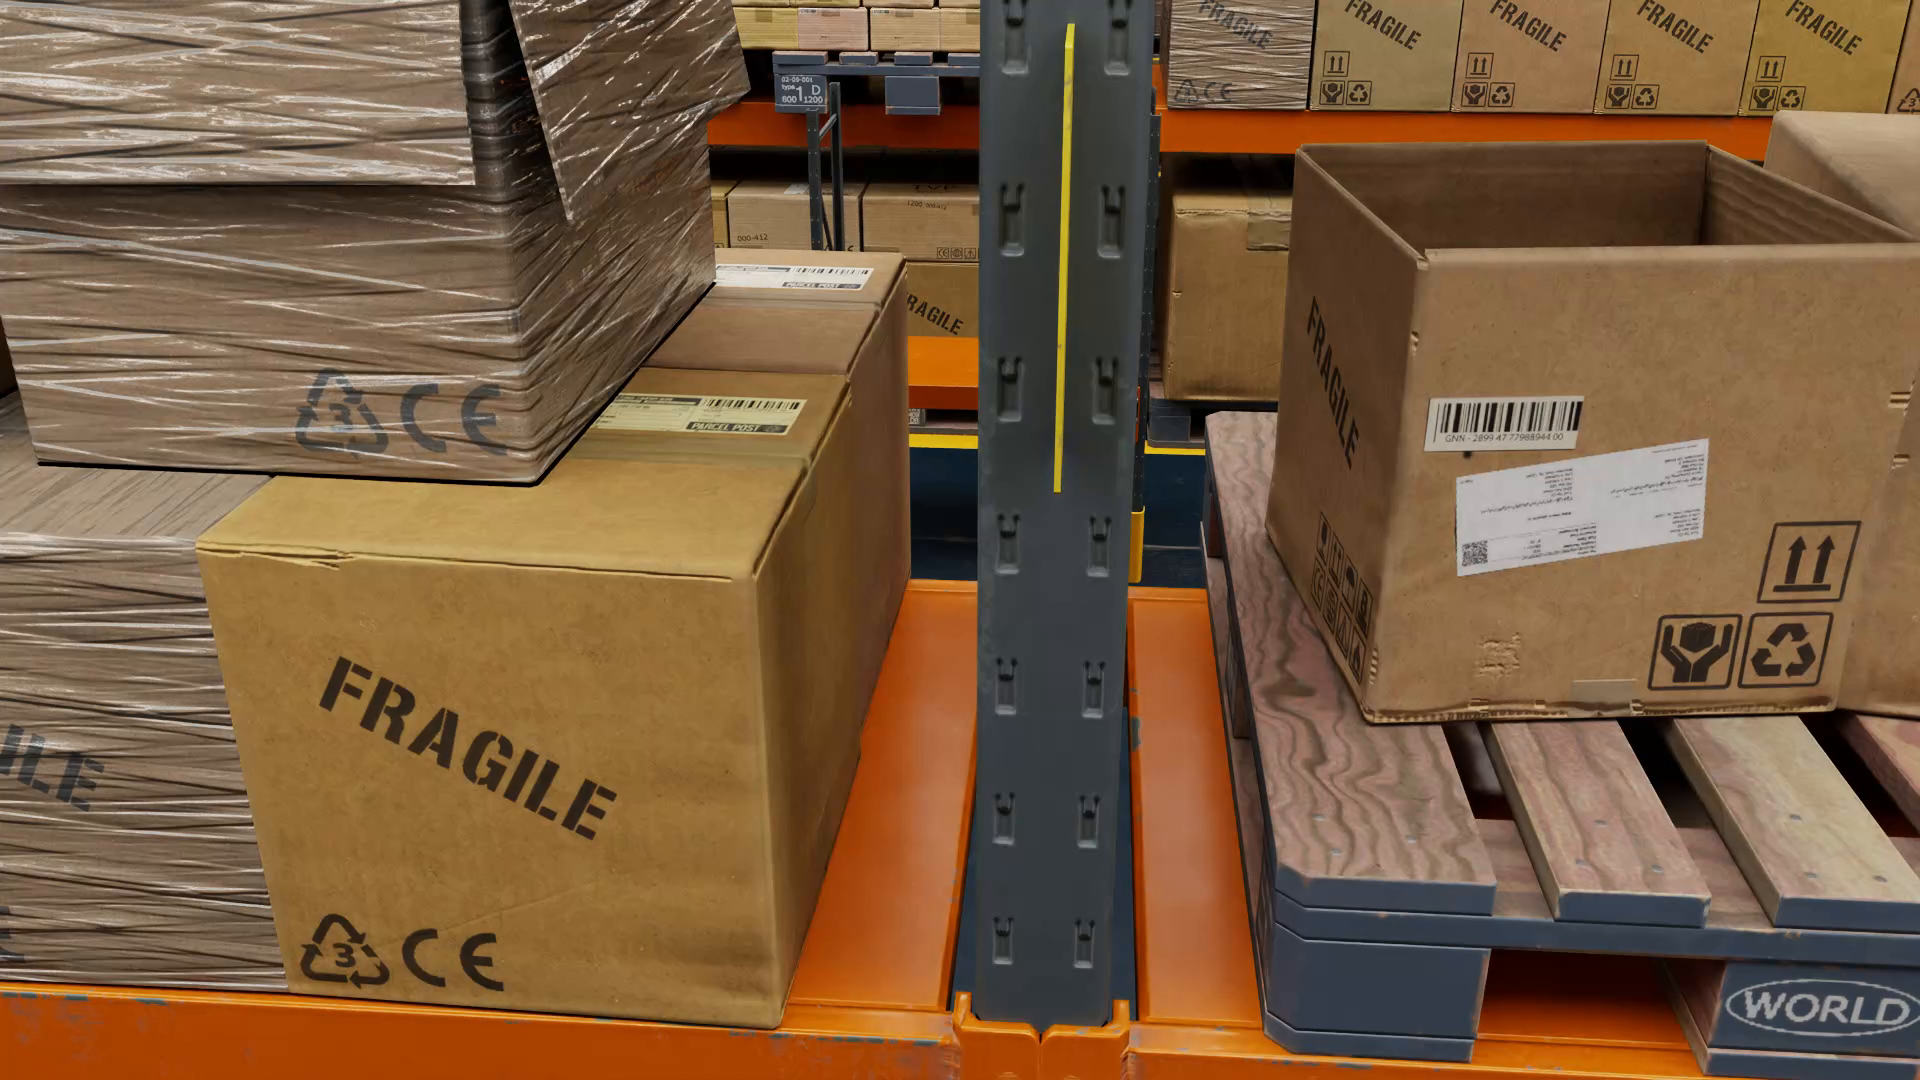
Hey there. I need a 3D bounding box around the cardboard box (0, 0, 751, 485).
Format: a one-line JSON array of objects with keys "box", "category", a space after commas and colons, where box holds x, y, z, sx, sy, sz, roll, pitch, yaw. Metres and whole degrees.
[{"box": [-0.613, -0.438, 1.795, 0.637, 0.503, 0.797, 3, 25, 6], "category": "cardboard box"}]

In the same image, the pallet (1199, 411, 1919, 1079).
[{"box": [0.834, 0.158, 2.047, 1.003, 0.211, 1.213, 2, 25, 4], "category": "pallet"}]

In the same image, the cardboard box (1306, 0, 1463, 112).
[{"box": [1.530, -1.875, 6.116, 0.500, 0.500, 0.500, 2, 25, 3], "category": "cardboard box"}]

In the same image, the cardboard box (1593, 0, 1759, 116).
[{"box": [2.529, -1.841, 6.044, 0.500, 0.500, 0.500, 2, 25, 3], "category": "cardboard box"}]

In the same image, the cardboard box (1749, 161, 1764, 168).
[{"box": [2.997, -1.027, 6.582, 0.750, 0.750, 1.050, 2, 25, 4], "category": "cardboard box"}]

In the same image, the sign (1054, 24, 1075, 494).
[{"box": [0.076, -0.202, 1.215, 0.005, 0.325, 0.100, 2, 25, 4], "category": "sign"}]

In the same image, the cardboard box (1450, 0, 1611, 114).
[{"box": [2.033, -1.858, 6.081, 0.500, 0.500, 0.500, 2, 25, 4], "category": "cardboard box"}]

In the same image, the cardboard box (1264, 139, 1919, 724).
[{"box": [0.657, -0.143, 1.850, 0.500, 0.500, 0.500, -1, 25, -2], "category": "cardboard box"}]

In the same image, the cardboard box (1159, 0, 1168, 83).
[{"box": [1.065, -2.114, 6.636, 0.500, 0.500, 0.500, 2, 25, 4], "category": "cardboard box"}]

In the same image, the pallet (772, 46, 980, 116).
[{"box": [-0.123, -1.862, 6.439, 1.003, 0.211, 1.213, 2, 25, 4], "category": "pallet"}]

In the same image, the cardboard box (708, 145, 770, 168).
[{"box": [-1.071, -1.527, 7.072, 0.500, 0.250, 0.500, 2, 25, 4], "category": "cardboard box"}]

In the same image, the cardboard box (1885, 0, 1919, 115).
[{"box": [3.539, -1.810, 5.976, 0.500, 0.500, 0.500, 2, 25, 3], "category": "cardboard box"}]

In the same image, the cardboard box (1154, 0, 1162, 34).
[{"box": [1.871, -5.193, 15.785, 0.625, 0.625, 0.875, 3, 25, 6], "category": "cardboard box"}]

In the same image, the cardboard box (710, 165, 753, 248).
[{"box": [-1.116, -1.314, 6.608, 0.500, 0.250, 0.500, 2, 25, 5], "category": "cardboard box"}]

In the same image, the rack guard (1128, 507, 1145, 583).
[{"box": [0.573, -0.095, 5.658, 0.087, 0.250, 0.587, 2, 25, 4], "category": "rack guard"}]

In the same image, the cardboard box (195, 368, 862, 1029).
[{"box": [-0.396, 0.135, 1.749, 0.500, 0.500, 0.500, 3, 25, 6], "category": "cardboard box"}]

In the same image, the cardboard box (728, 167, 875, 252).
[{"box": [-0.611, -1.291, 6.559, 0.500, 0.250, 0.500, 2, 25, 5], "category": "cardboard box"}]

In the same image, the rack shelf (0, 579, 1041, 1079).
[{"box": [-1.879, 0.356, 2.249, 4.000, 0.370, 1.077, 2, 25, 4], "category": "rack shelf"}]

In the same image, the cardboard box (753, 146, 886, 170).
[{"box": [-0.579, -1.506, 7.026, 0.500, 0.250, 0.500, 2, 25, 3], "category": "cardboard box"}]

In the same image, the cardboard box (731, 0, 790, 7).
[{"box": [-0.710, -2.032, 6.021, 0.250, 0.149, 0.380, 2, 25, 4], "category": "cardboard box"}]

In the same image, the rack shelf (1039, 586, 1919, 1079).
[{"box": [2.109, 0.484, 1.971, 4.000, 0.370, 1.077, 2, 25, 4], "category": "rack shelf"}]

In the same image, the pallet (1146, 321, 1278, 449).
[{"box": [1.376, -0.648, 6.905, 1.213, 0.211, 1.003, 2, 25, 4], "category": "pallet"}]

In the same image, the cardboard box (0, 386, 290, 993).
[{"box": [-0.892, 0.116, 1.789, 0.500, 0.500, 0.500, 2, 25, 4], "category": "cardboard box"}]

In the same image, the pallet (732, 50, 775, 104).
[{"box": [-1.381, -1.930, 6.586, 1.213, 0.211, 1.003, 2, 25, 4], "category": "pallet"}]

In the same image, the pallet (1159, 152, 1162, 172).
[{"box": [1.653, -2.745, 11.463, 1.213, 0.211, 1.003, 2, 25, 4], "category": "pallet"}]

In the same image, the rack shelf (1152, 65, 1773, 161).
[{"box": [2.590, -1.580, 6.457, 4.000, 0.370, 1.077, 2, 25, 4], "category": "rack shelf"}]

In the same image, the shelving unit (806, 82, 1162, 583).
[{"box": [0.076, -0.679, 5.431, 1.083, 1.500, 0.587, 2, 25, 4], "category": "shelving unit"}]

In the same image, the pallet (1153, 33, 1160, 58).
[{"box": [2.068, -4.797, 15.923, 1.213, 0.211, 1.003, 2, 25, 4], "category": "pallet"}]

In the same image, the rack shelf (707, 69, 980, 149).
[{"box": [-1.398, -1.708, 6.735, 4.000, 0.370, 1.077, 2, 25, 4], "category": "rack shelf"}]

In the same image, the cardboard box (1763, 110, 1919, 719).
[{"box": [1.221, -0.167, 1.902, 0.500, 0.500, 0.700, 5, 25, 12], "category": "cardboard box"}]

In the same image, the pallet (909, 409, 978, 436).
[{"box": [-0.183, -0.730, 7.084, 1.213, 0.211, 1.003, 2, 25, 4], "category": "pallet"}]

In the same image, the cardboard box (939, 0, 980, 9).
[{"box": [0.068, -2.009, 5.970, 0.250, 0.149, 0.380, 2, 25, 5], "category": "cardboard box"}]

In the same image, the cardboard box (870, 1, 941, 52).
[{"box": [-0.179, -1.881, 6.047, 0.250, 0.149, 0.380, 2, 25, 4], "category": "cardboard box"}]

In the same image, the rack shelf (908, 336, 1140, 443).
[{"box": [0.085, -0.515, 5.506, 1.000, 0.185, 0.538, 2, 25, 4], "category": "rack shelf"}]

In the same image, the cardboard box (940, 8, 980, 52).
[{"box": [0.069, -1.872, 6.028, 0.250, 0.149, 0.380, 2, 25, 5], "category": "cardboard box"}]

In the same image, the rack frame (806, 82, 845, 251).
[{"box": [-0.422, -0.695, 5.466, 0.032, 1.500, 0.500, 2, 25, 4], "category": "rack frame"}]

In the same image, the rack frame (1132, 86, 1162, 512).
[{"box": [0.592, -0.662, 5.395, 0.032, 1.500, 0.500, 2, 25, 4], "category": "rack frame"}]

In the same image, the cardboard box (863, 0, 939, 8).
[{"box": [-0.198, -2.017, 5.987, 0.250, 0.149, 0.380, 3, 25, 6], "category": "cardboard box"}]

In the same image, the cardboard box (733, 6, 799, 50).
[{"box": [-0.684, -1.898, 6.085, 0.250, 0.149, 0.380, 2, 25, 3], "category": "cardboard box"}]

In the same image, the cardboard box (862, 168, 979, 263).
[{"box": [-0.106, -1.280, 6.534, 0.500, 0.250, 0.500, 1, 25, 3], "category": "cardboard box"}]

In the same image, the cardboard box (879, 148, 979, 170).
[{"box": [-0.073, -1.490, 6.991, 0.500, 0.250, 0.500, 1, 25, 2], "category": "cardboard box"}]

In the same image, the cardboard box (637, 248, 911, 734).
[{"box": [-0.349, -0.082, 2.219, 0.500, 0.500, 0.500, 3, 25, 6], "category": "cardboard box"}]

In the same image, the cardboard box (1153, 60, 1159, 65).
[{"box": [1.436, -3.012, 11.349, 0.625, 0.372, 0.950, 0, 25, 0], "category": "cardboard box"}]

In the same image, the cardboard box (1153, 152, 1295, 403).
[{"box": [1.196, -1.083, 6.704, 0.750, 0.750, 1.050, 2, 25, 3], "category": "cardboard box"}]

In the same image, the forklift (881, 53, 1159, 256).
[{"box": [0.320, -2.768, 8.260, 3.031, 2.935, 1.130, 1, 25, 2], "category": "forklift"}]

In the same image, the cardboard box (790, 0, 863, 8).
[{"box": [-0.461, -2.024, 6.003, 0.250, 0.149, 0.380, 2, 25, 5], "category": "cardboard box"}]

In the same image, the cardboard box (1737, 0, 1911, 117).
[{"box": [3.035, -1.826, 6.011, 0.500, 0.500, 0.500, 2, 25, 5], "category": "cardboard box"}]

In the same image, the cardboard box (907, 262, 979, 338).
[{"box": [-0.081, -0.939, 6.689, 0.500, 0.500, 0.500, 2, 25, 4], "category": "cardboard box"}]

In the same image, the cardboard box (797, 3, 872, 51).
[{"box": [-0.435, -1.889, 6.065, 0.250, 0.149, 0.380, 2, 25, 5], "category": "cardboard box"}]

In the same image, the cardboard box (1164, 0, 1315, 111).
[{"box": [1.023, -1.890, 6.149, 0.500, 0.500, 0.500, 2, 25, 5], "category": "cardboard box"}]

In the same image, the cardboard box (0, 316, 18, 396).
[{"box": [-1.262, -0.460, 1.843, 0.637, 0.503, 0.797, 2, 25, 5], "category": "cardboard box"}]
